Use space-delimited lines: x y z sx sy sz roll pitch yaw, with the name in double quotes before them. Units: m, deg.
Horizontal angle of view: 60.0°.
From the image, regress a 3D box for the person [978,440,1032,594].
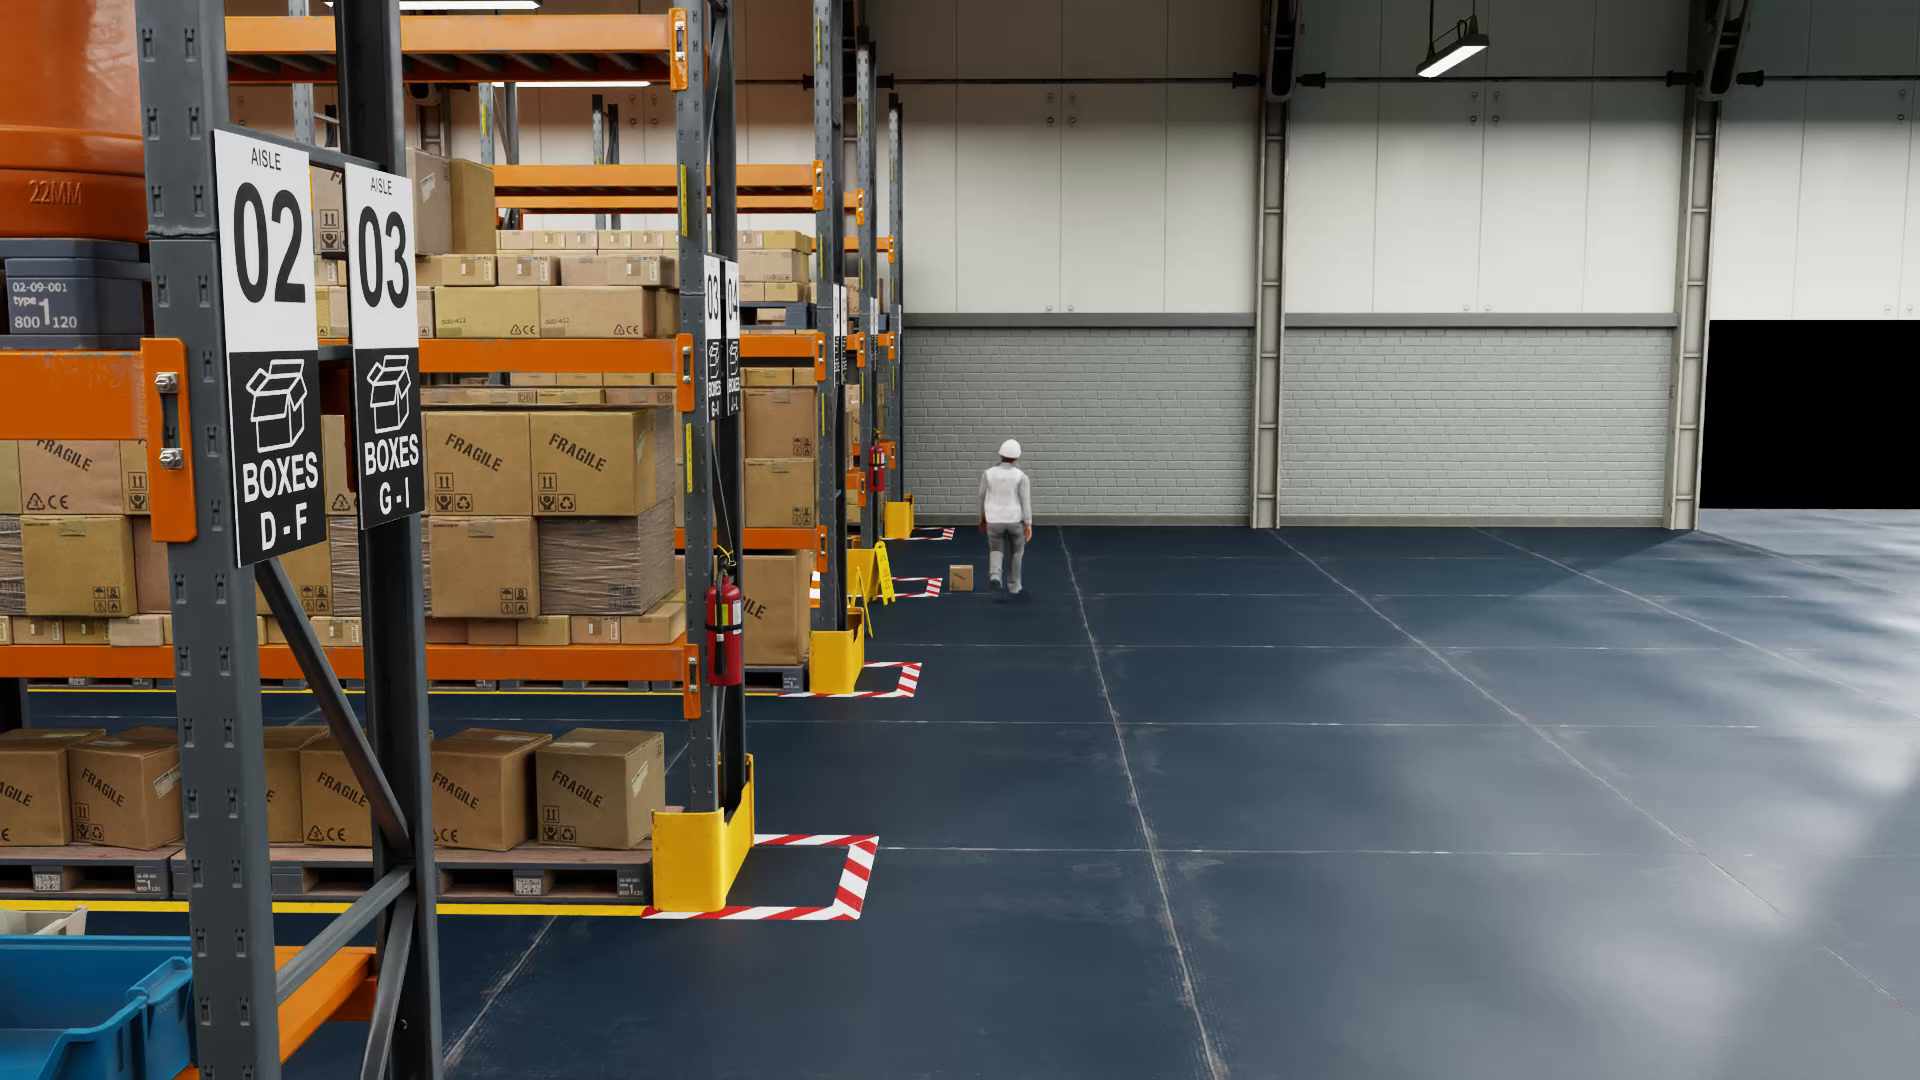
"person" 0.503 -0.243 17.855 0.587 1.701 0.842 1 7 10
